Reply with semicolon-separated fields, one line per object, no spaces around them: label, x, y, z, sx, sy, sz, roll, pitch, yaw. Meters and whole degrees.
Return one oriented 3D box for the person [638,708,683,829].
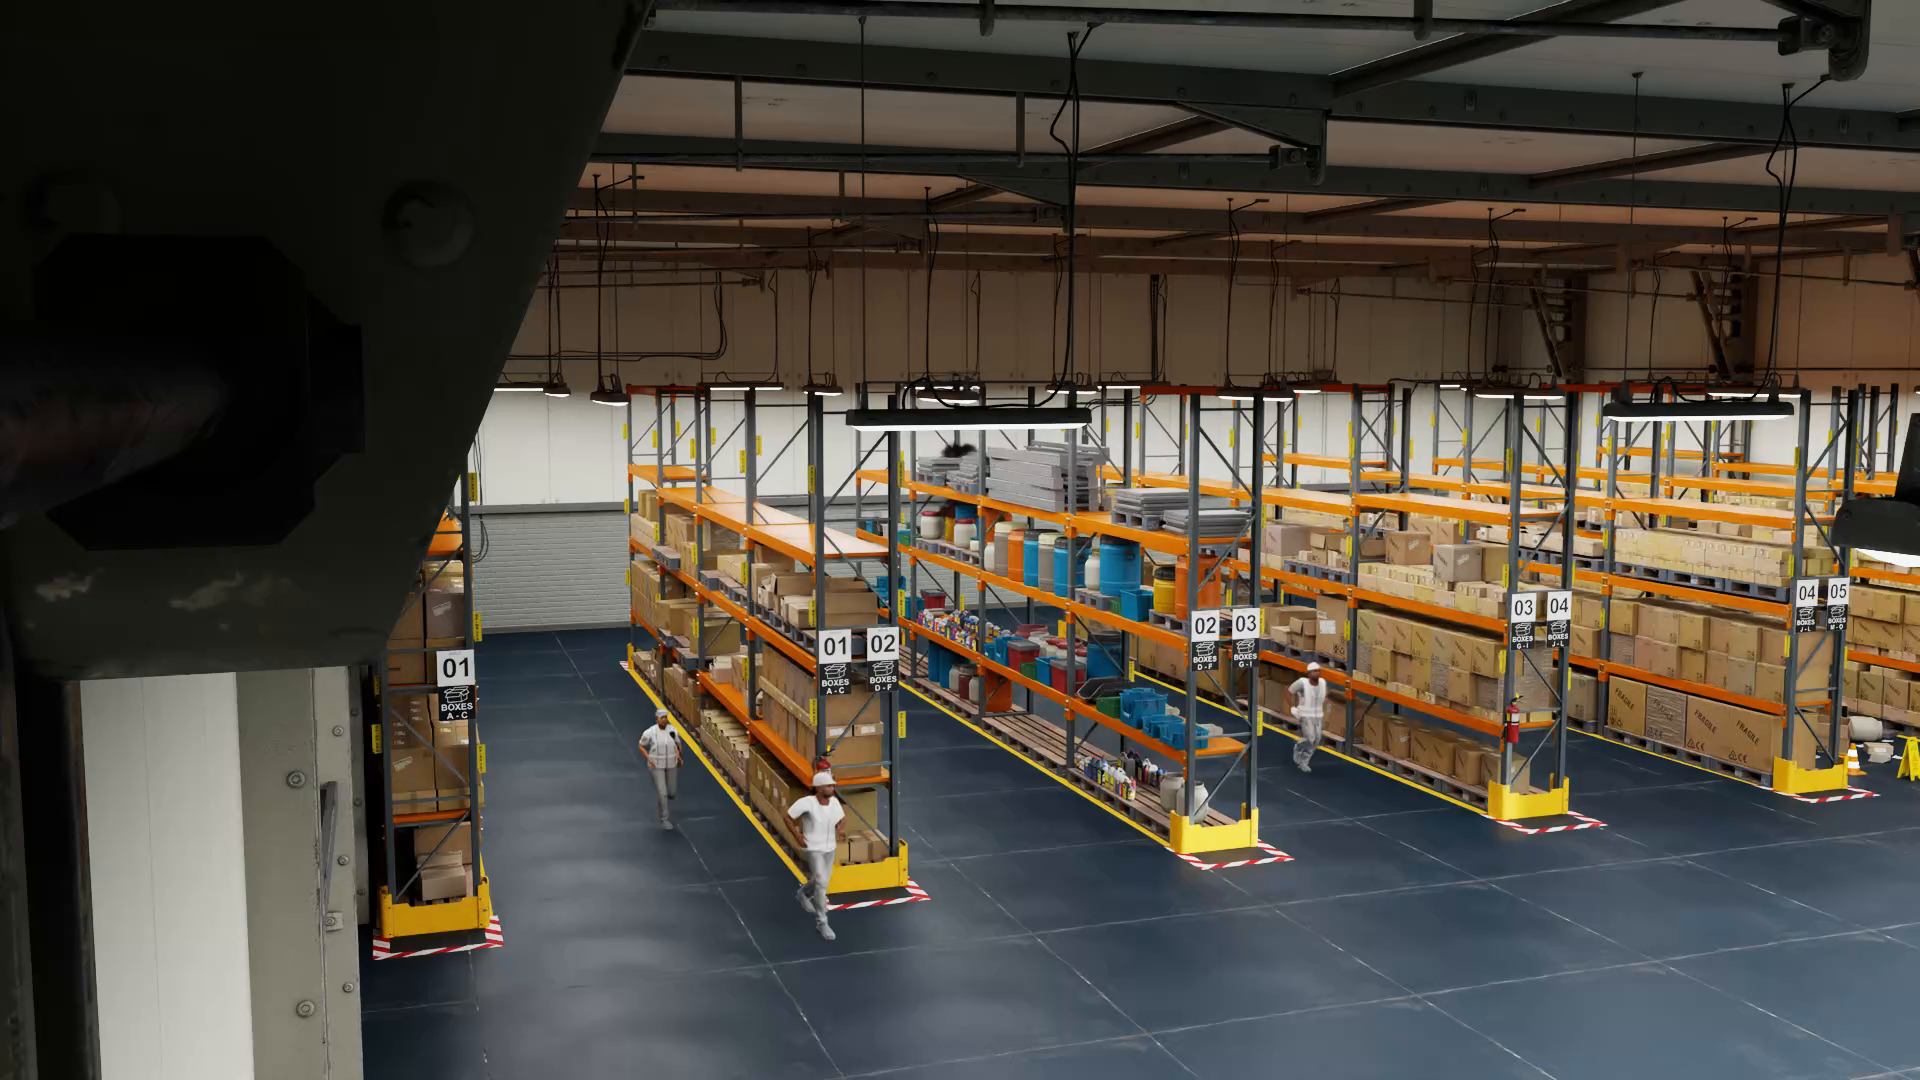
person;-4.154;3.149;23.139;0.607;1.644;0.694;-3;7;-28

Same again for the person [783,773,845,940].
person;-1.564;3.511;18.890;0.990;1.746;0.715;6;8;43

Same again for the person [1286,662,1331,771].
person;5.520;2.778;26.080;0.689;1.730;0.571;-2;6;-23
